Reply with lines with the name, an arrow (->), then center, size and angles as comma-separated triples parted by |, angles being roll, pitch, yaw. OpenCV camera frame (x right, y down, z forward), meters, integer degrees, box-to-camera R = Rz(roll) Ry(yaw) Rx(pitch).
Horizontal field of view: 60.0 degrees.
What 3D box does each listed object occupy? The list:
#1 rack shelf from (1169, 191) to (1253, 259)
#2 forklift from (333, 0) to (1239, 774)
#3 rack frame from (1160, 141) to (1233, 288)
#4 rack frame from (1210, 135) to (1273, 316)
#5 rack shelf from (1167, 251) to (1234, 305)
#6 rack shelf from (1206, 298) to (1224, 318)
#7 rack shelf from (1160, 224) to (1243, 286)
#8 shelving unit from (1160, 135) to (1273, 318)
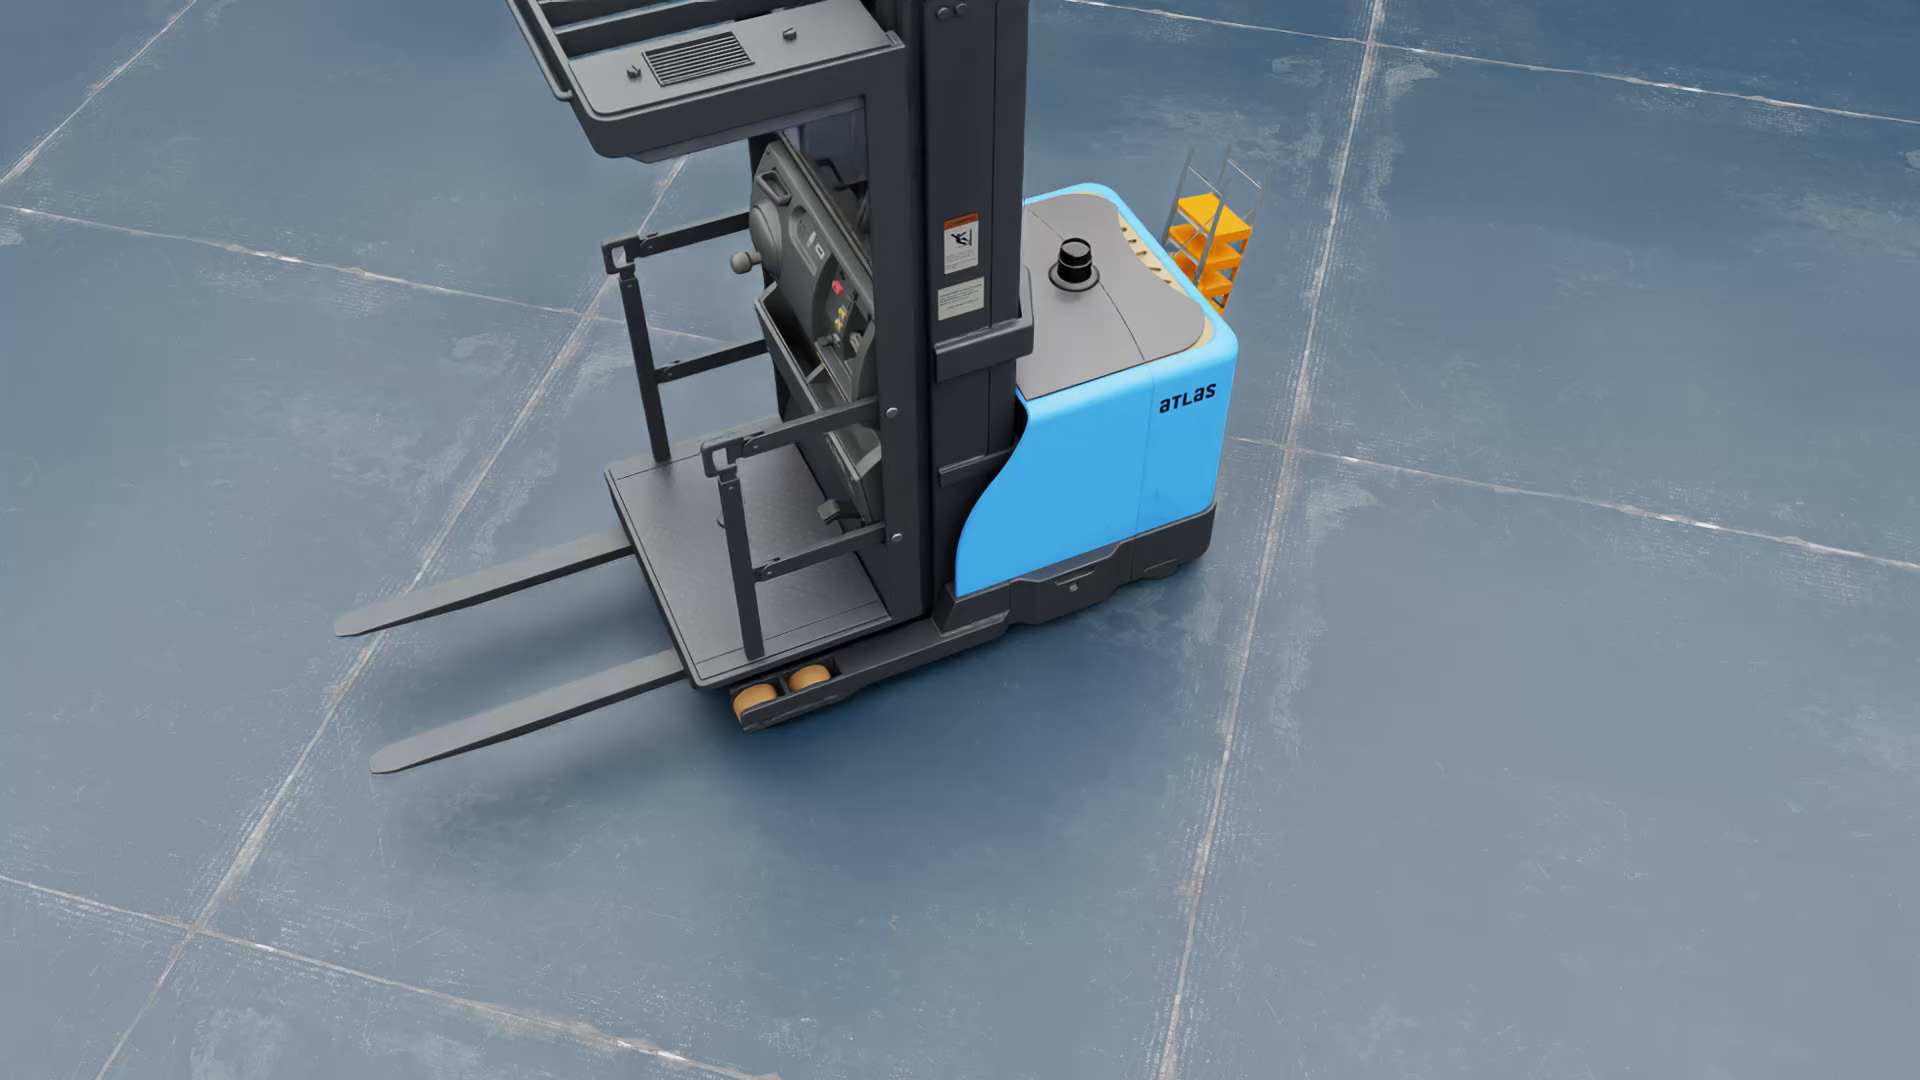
rack shelf -> 0.906, -1.146, 6.040 | 0.180, 0.103, 0.258 | -16, 49, -29
forklift -> -0.635, -0.776, 4.980 | 3.031, 2.935, 1.130 | -19, 51, -16
rack frame -> 0.773, -0.895, 6.205 | 0.006, 1.200, 0.240 | -16, 49, -29
rack frame -> 0.927, -0.939, 6.294 | 0.006, 1.200, 0.240 | -16, 49, -29
rack shelf -> 0.863, -0.972, 6.199 | 0.180, 0.103, 0.258 | -16, 49, -29
rack shelf -> 0.842, -0.884, 6.279 | 0.180, 0.103, 0.258 | -16, 49, -29
rack shelf -> 0.885, -1.059, 6.120 | 0.180, 0.103, 0.258 | -16, 49, -29
shelving unit -> 0.850, -0.917, 6.249 | 0.189, 1.200, 0.258 | -16, 49, -29
